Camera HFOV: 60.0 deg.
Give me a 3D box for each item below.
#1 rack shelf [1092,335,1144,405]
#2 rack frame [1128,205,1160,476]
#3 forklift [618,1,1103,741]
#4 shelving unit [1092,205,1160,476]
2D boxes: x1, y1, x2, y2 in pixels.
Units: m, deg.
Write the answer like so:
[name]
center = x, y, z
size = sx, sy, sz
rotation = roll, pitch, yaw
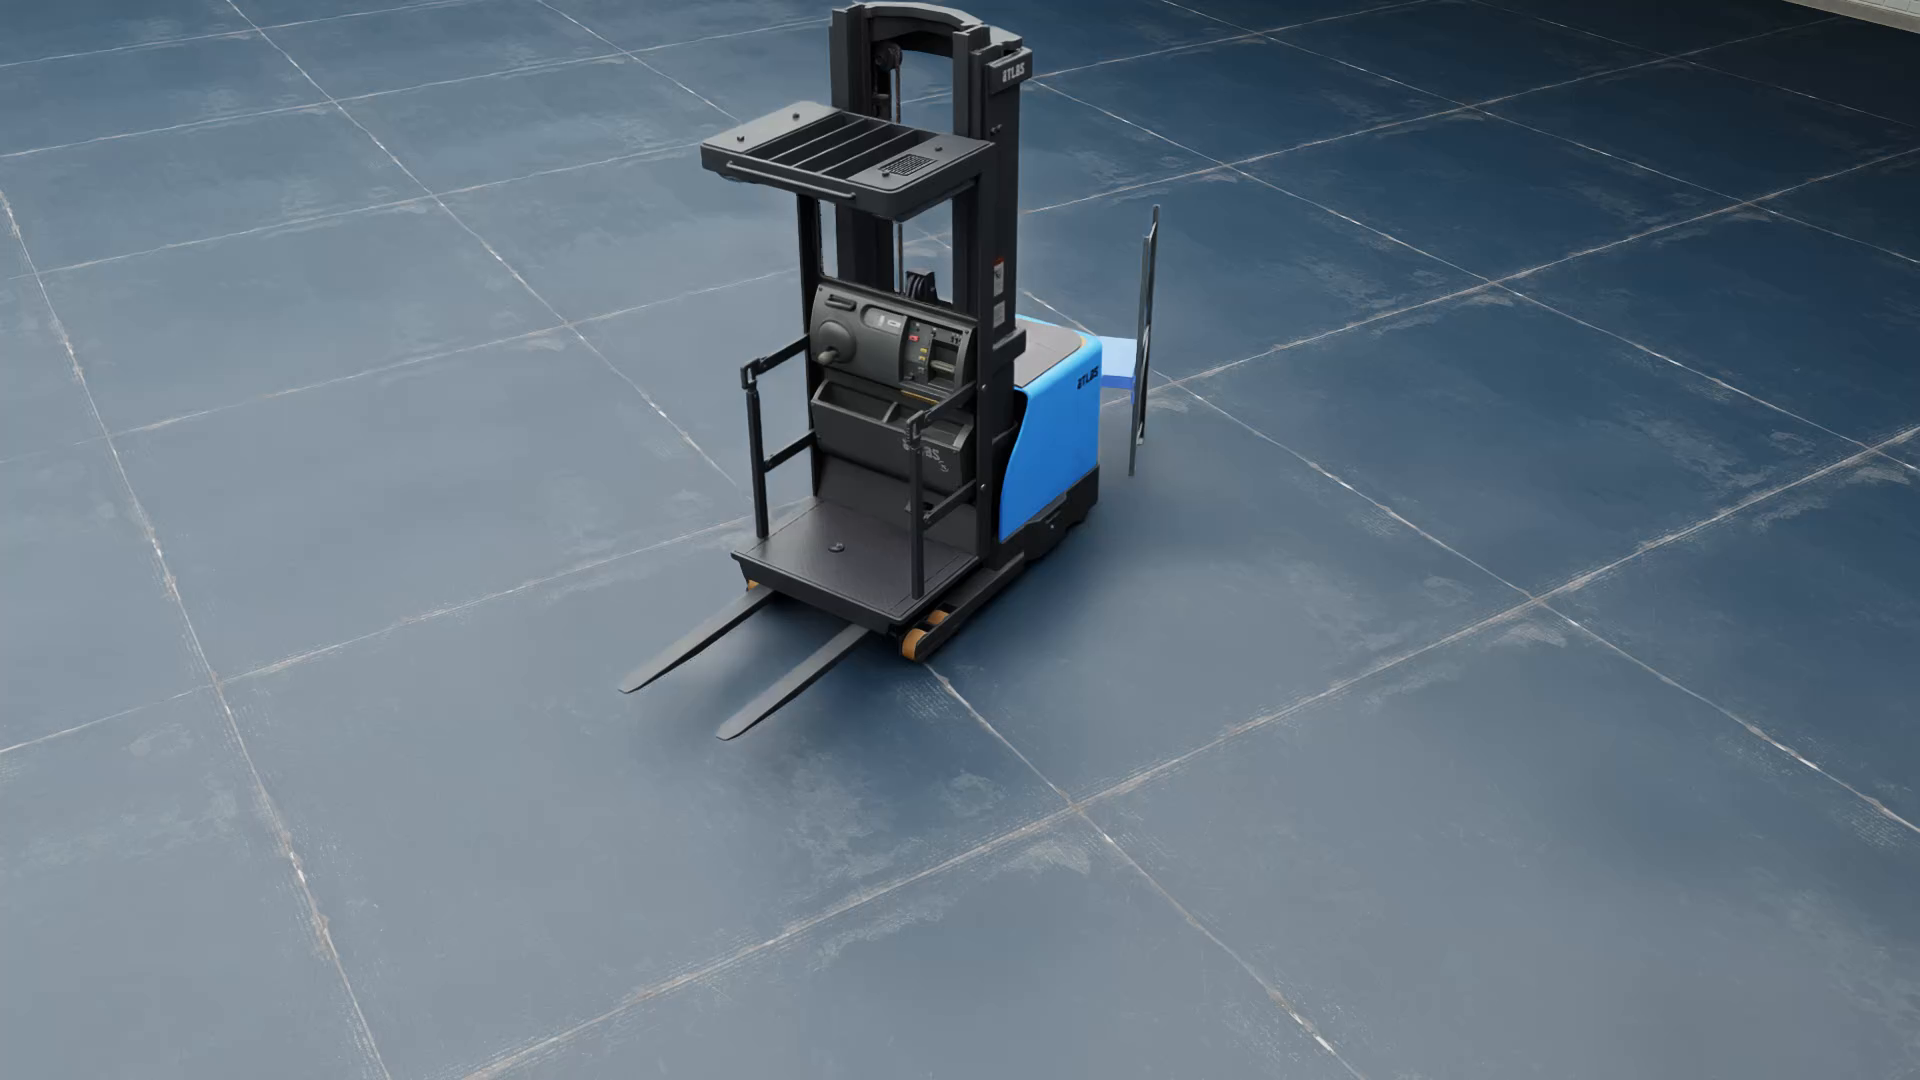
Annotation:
[rack shelf]
center = 0.571, -1.050, 9.846
size = 1.000, 0.185, 0.538
rotation = 7, 33, 11
[rack frame]
center = 1.067, -1.143, 9.657
size = 0.032, 1.500, 0.500
rotation = 7, 33, 11
[forklift]
center = -0.463, -0.923, 7.966
size = 1.130, 2.935, 3.031
rotation = 20, 37, 29
[shelving unit]
center = 0.571, -1.202, 9.750
size = 1.048, 1.500, 0.538
rotation = 7, 33, 11
